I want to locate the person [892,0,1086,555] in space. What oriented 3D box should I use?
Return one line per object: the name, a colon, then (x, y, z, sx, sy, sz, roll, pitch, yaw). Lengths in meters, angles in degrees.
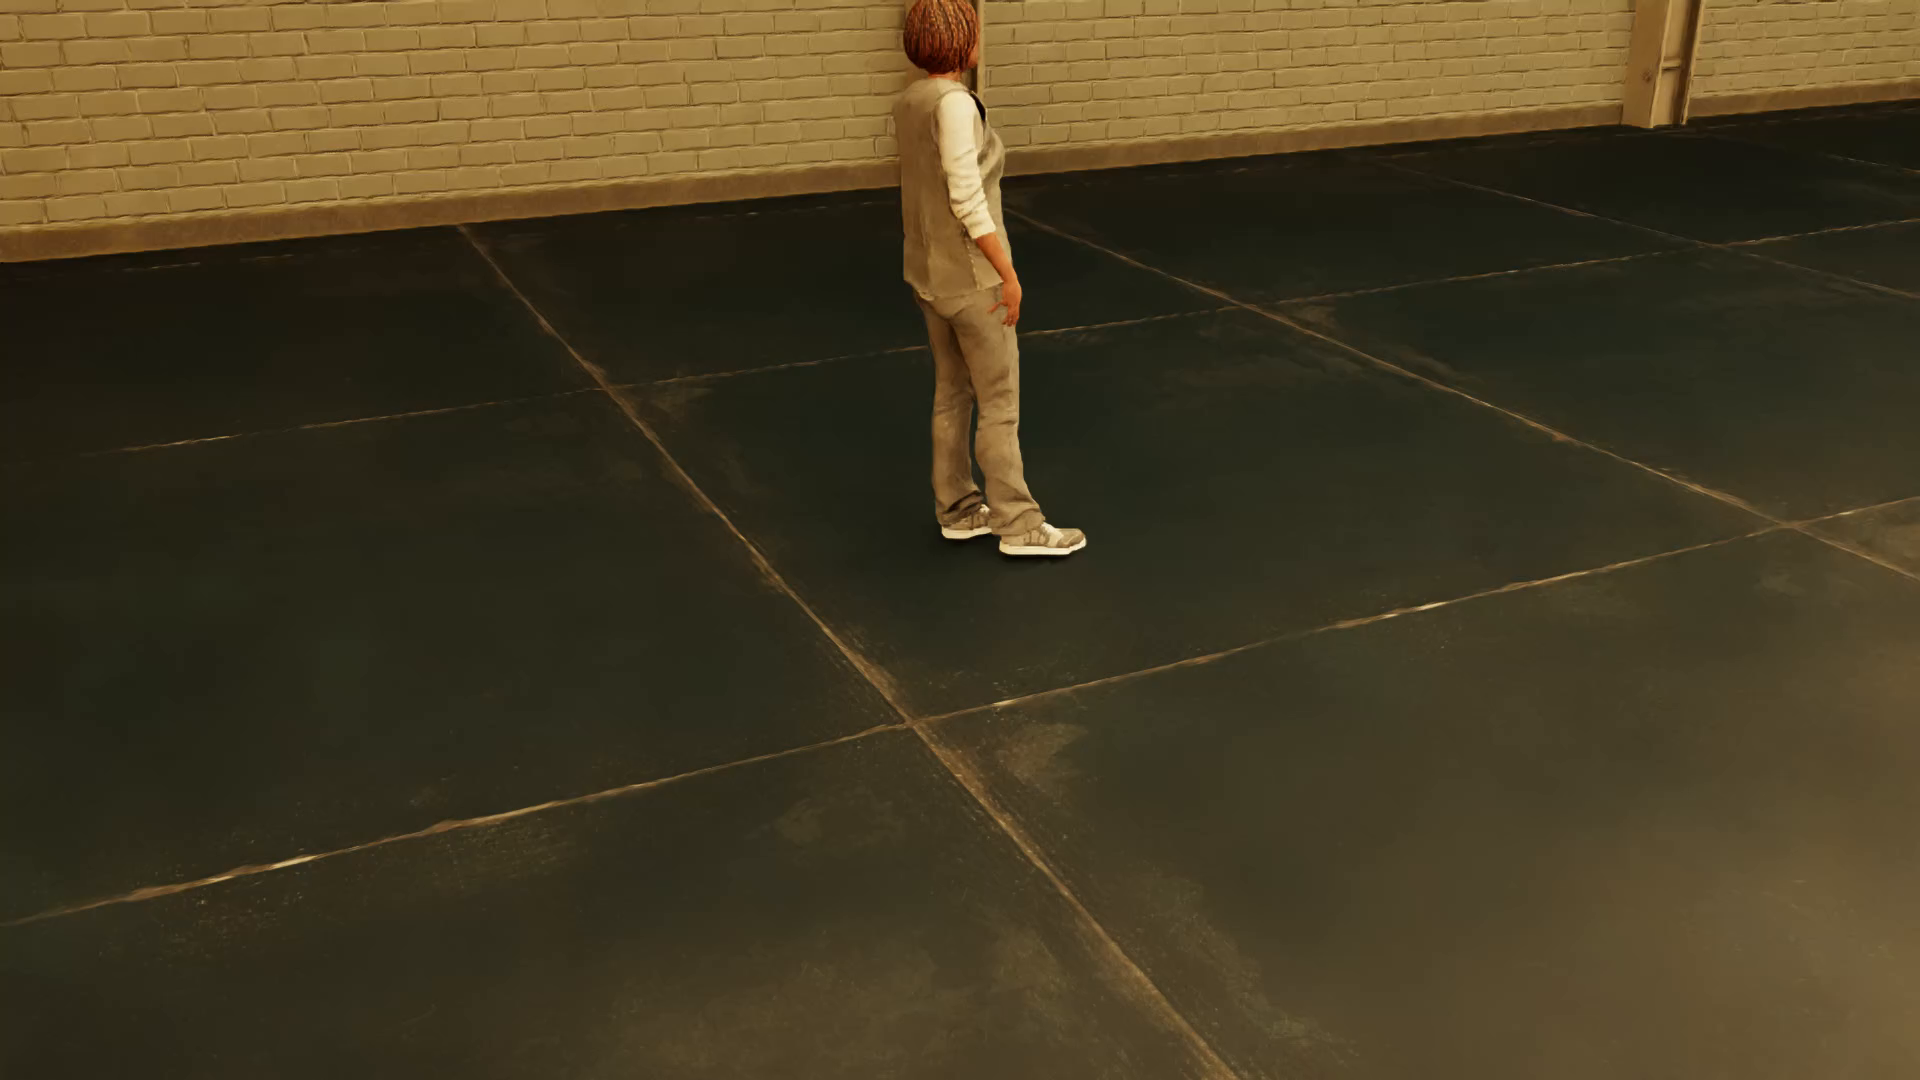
person: (0.073, -0.751, 4.815, 0.474, 1.597, 0.521, -10, 25, -23)
